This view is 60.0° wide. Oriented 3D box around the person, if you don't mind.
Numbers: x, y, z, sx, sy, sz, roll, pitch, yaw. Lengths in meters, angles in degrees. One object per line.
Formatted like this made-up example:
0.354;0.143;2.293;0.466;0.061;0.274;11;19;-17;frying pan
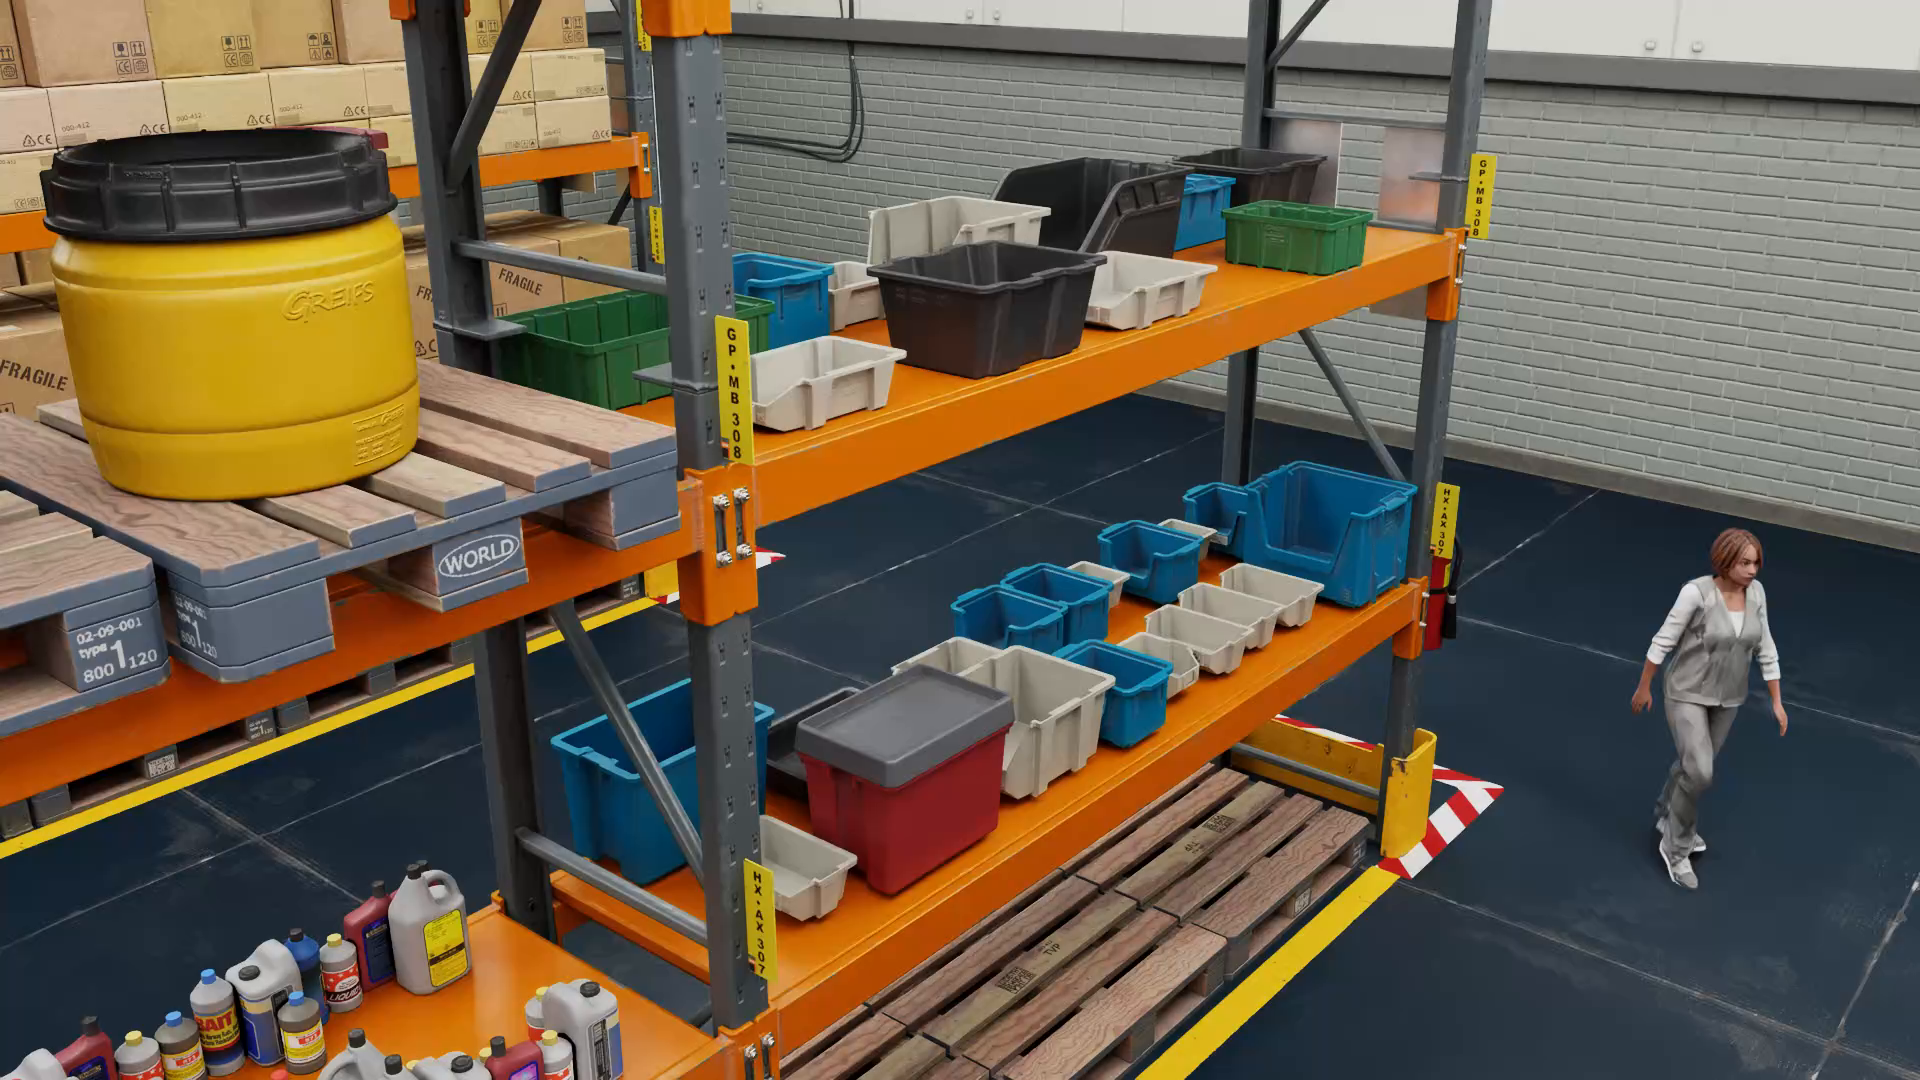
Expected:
3.219;0.709;7.217;0.526;1.639;0.519;-4;21;-11;person
